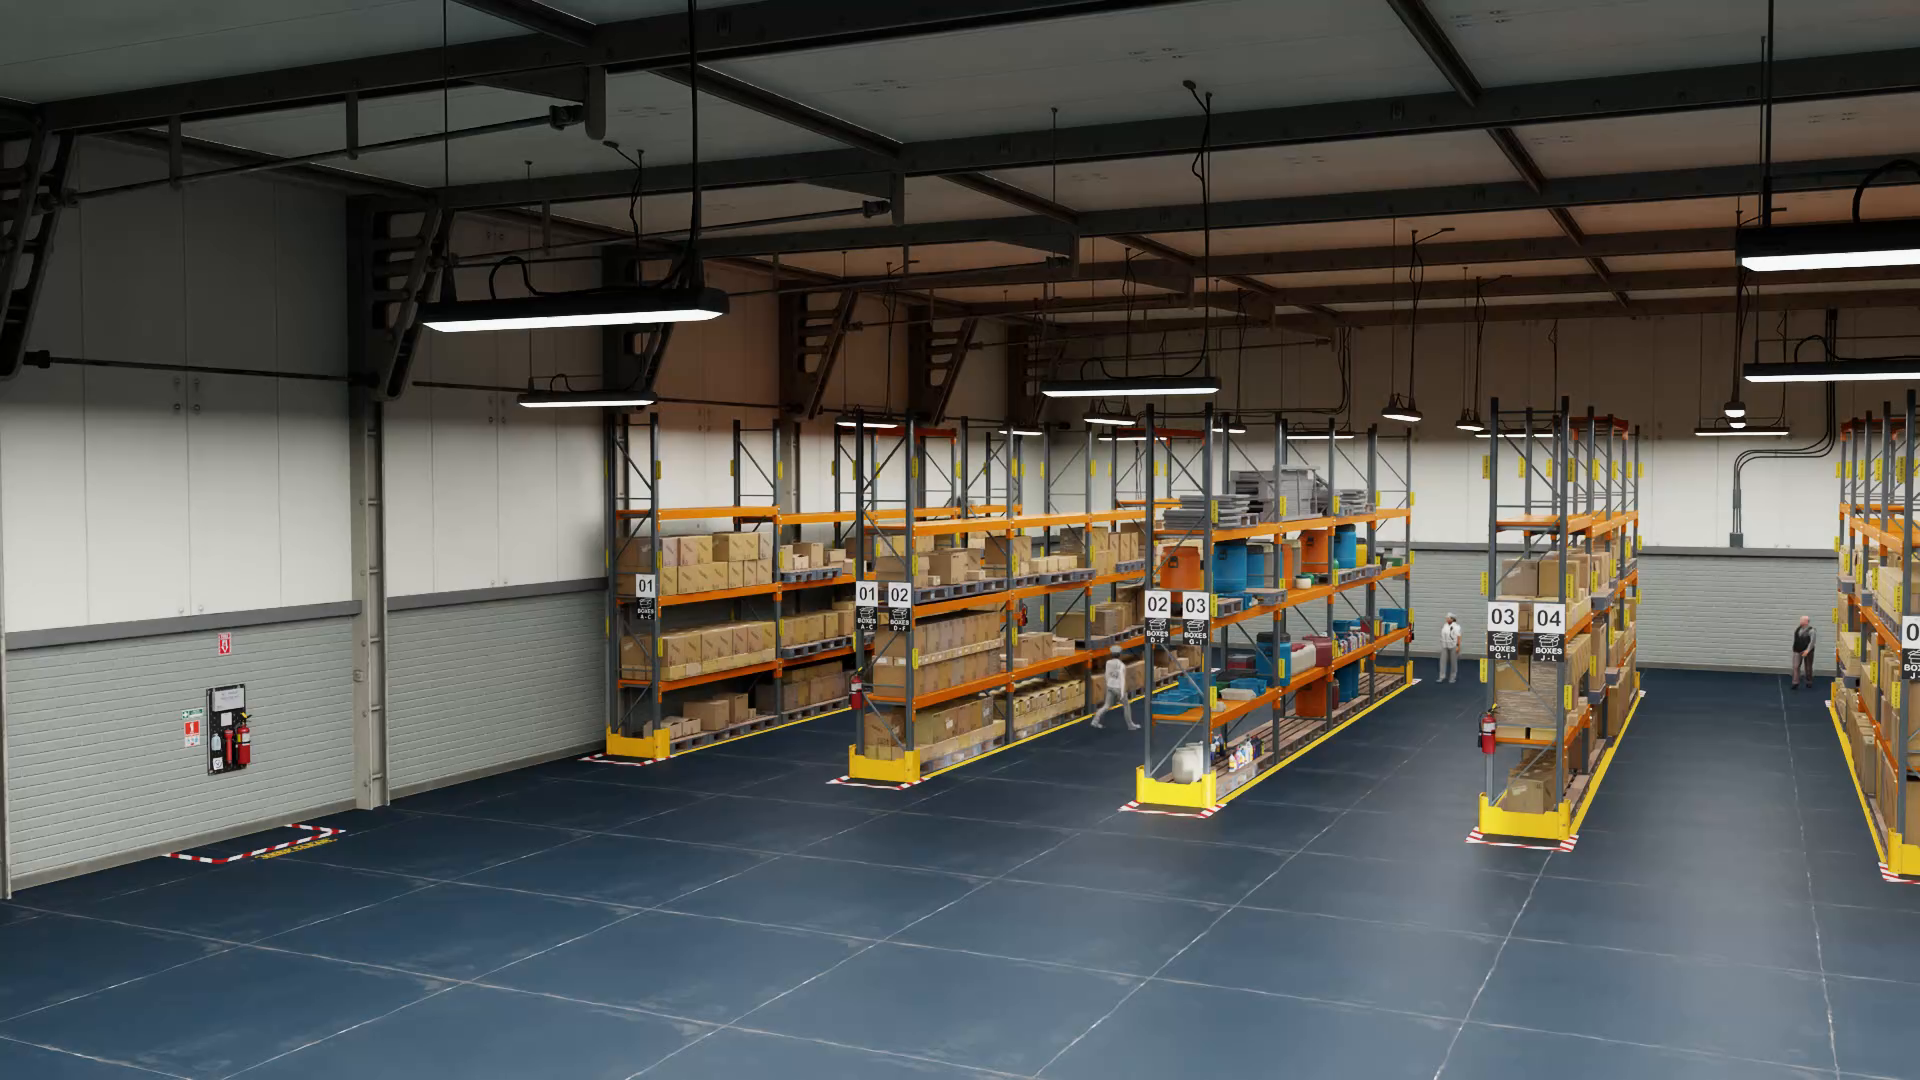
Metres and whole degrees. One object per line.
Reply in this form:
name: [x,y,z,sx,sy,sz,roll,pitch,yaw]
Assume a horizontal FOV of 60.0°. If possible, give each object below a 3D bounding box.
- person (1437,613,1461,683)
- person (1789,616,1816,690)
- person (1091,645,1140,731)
person: [11.539,2.547,39.157,0.481,1.668,0.522,-2,3,-44]
person: [19.132,2.557,37.700,0.487,1.665,1.033,2,3,38]
person: [3.007,2.833,31.853,0.990,1.647,0.523,-1,3,-26]
